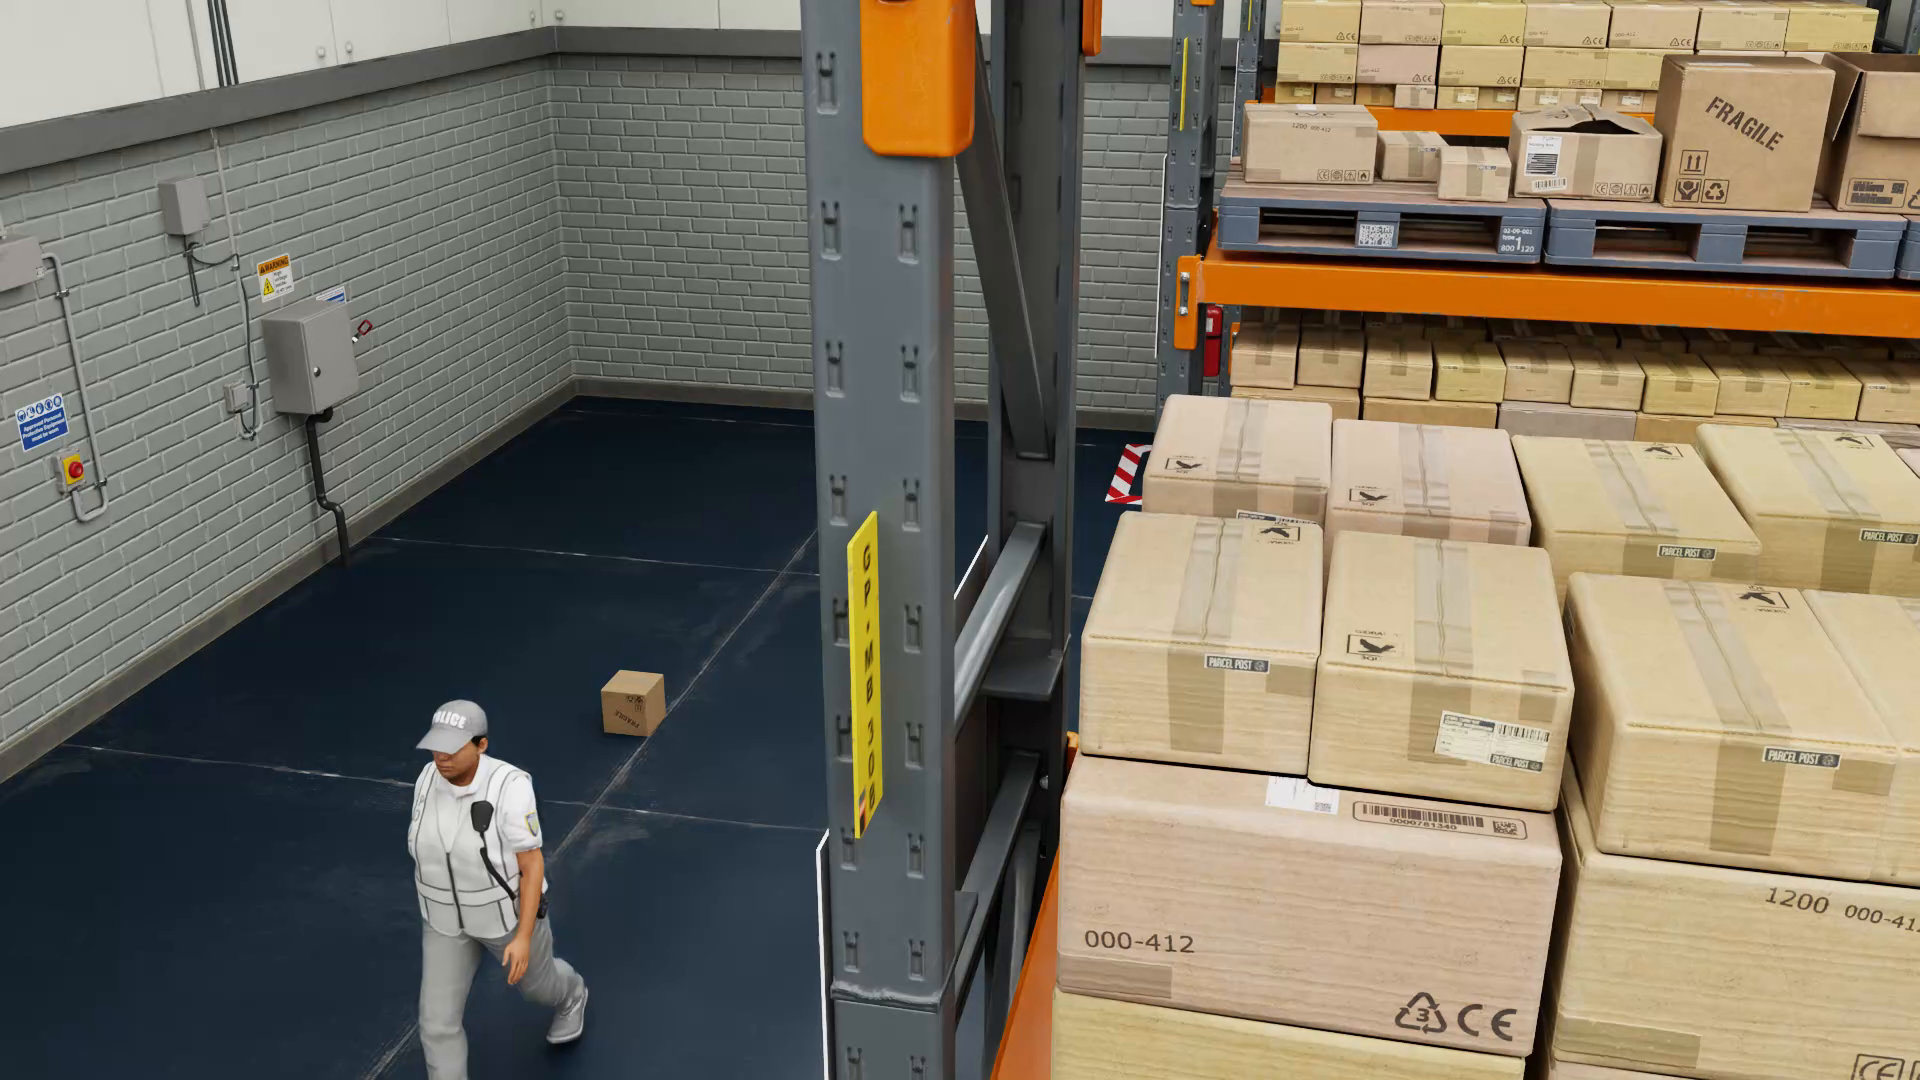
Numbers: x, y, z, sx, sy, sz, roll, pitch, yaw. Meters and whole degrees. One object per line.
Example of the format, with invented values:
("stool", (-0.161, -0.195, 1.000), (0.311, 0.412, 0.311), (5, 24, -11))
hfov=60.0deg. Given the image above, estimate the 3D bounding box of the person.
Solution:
("person", (-1.653, 1.298, 5.812), (0.485, 1.613, 0.994), (3, 22, 7))
